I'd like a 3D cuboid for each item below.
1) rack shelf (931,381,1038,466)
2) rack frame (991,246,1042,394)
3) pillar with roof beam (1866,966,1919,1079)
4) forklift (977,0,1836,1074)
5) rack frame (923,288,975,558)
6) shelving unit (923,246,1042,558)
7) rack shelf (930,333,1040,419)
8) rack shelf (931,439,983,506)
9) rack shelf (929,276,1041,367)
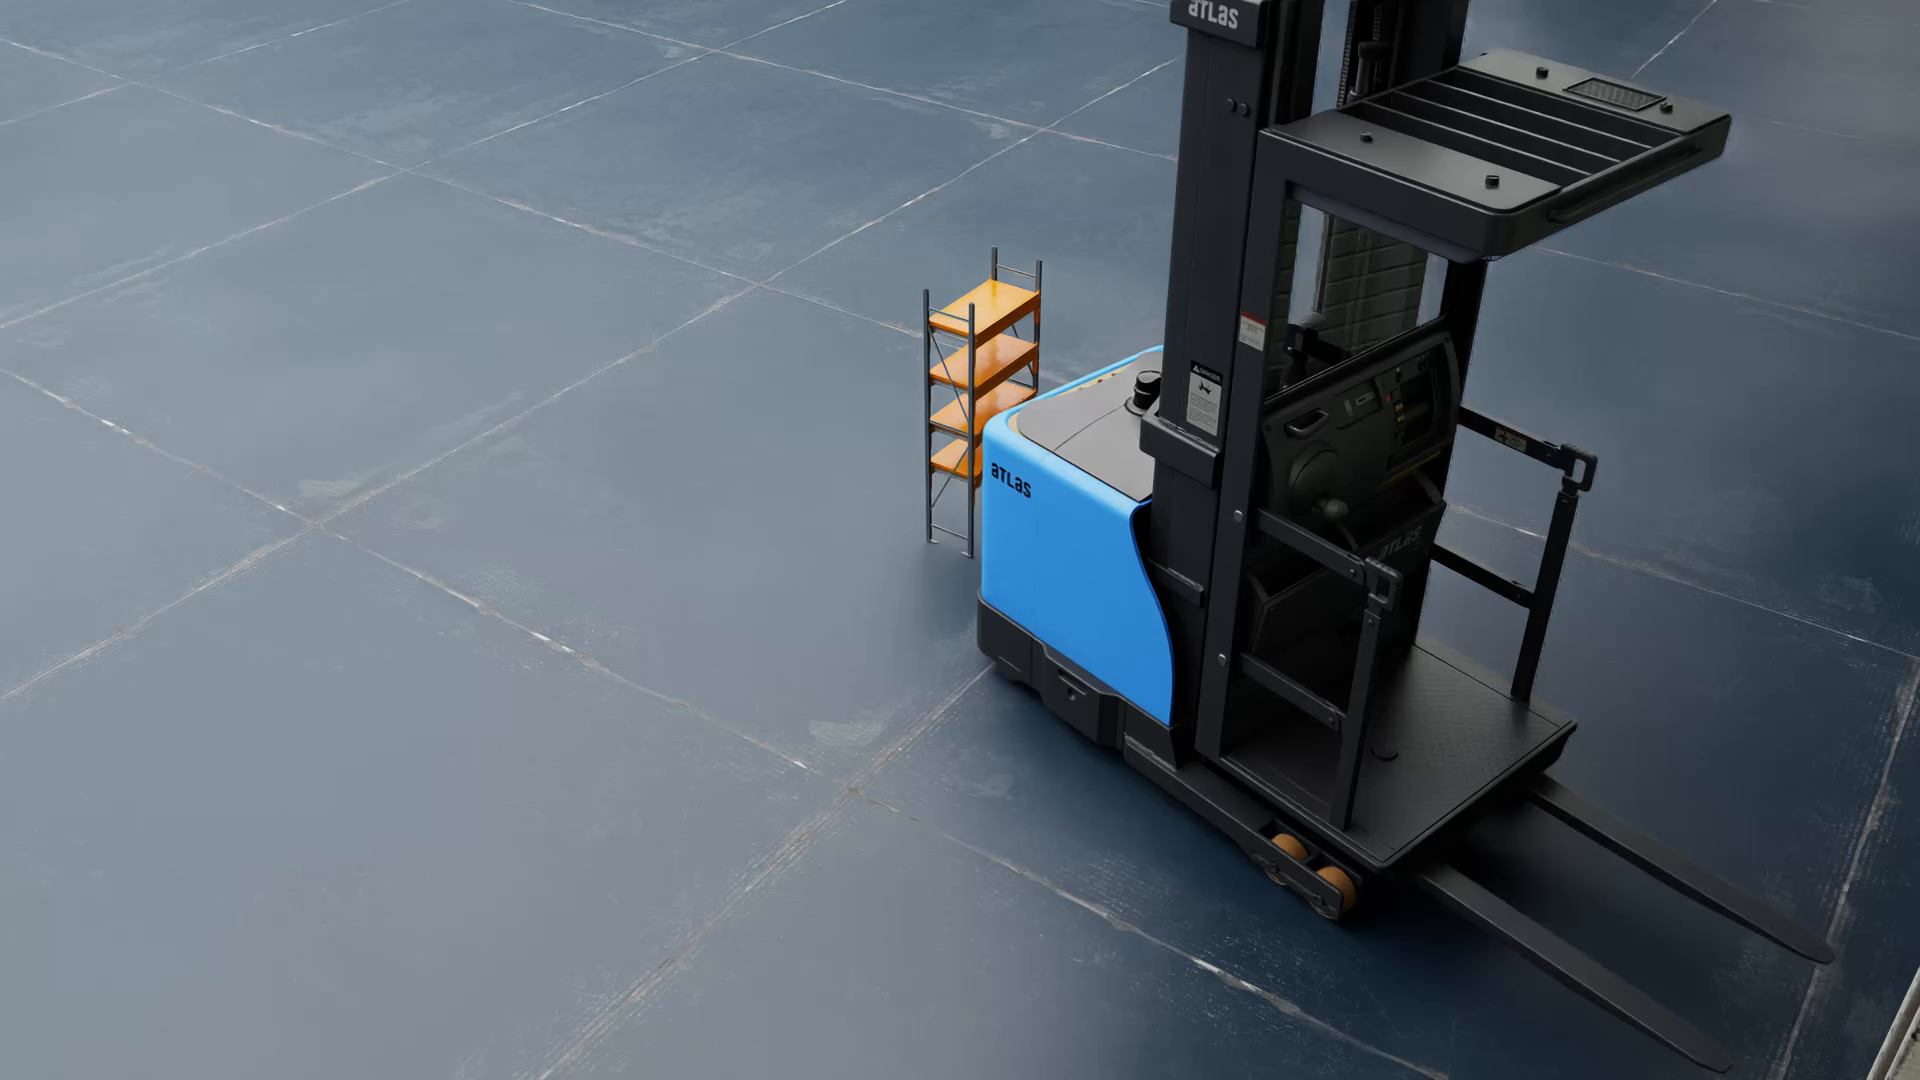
[{"bbox_3d":[0.094,-0.517,7.064,0.258,0.148,0.480,21,39,28],"label":"rack shelf"},{"bbox_3d":[0.233,-0.686,7.193,0.240,1.200,0.015,21,39,28],"label":"rack frame"},{"bbox_3d":[-1.189,-3.149,3.874,9.100,9.000,0.400,21,39,28],"label":"pillar with roof beam"},{"bbox_3d":[1.405,-0.304,5.084,1.130,2.935,3.031,-26,42,-33],"label":"forklift"},{"bbox_3d":[-0.045,-0.461,6.860,0.240,1.200,0.015,21,39,28],"label":"rack frame"},{"bbox_3d":[0.094,-0.573,7.027,0.258,1.200,0.503,21,39,28],"label":"shelving unit"},{"bbox_3d":[0.094,-0.703,6.939,0.258,0.148,0.480,21,39,28],"label":"rack shelf"},{"bbox_3d":[0.094,-0.353,7.175,0.258,0.148,0.480,21,39,28],"label":"rack shelf"},{"bbox_3d":[0.094,-0.899,6.806,0.258,0.148,0.480,21,39,28],"label":"rack shelf"}]
